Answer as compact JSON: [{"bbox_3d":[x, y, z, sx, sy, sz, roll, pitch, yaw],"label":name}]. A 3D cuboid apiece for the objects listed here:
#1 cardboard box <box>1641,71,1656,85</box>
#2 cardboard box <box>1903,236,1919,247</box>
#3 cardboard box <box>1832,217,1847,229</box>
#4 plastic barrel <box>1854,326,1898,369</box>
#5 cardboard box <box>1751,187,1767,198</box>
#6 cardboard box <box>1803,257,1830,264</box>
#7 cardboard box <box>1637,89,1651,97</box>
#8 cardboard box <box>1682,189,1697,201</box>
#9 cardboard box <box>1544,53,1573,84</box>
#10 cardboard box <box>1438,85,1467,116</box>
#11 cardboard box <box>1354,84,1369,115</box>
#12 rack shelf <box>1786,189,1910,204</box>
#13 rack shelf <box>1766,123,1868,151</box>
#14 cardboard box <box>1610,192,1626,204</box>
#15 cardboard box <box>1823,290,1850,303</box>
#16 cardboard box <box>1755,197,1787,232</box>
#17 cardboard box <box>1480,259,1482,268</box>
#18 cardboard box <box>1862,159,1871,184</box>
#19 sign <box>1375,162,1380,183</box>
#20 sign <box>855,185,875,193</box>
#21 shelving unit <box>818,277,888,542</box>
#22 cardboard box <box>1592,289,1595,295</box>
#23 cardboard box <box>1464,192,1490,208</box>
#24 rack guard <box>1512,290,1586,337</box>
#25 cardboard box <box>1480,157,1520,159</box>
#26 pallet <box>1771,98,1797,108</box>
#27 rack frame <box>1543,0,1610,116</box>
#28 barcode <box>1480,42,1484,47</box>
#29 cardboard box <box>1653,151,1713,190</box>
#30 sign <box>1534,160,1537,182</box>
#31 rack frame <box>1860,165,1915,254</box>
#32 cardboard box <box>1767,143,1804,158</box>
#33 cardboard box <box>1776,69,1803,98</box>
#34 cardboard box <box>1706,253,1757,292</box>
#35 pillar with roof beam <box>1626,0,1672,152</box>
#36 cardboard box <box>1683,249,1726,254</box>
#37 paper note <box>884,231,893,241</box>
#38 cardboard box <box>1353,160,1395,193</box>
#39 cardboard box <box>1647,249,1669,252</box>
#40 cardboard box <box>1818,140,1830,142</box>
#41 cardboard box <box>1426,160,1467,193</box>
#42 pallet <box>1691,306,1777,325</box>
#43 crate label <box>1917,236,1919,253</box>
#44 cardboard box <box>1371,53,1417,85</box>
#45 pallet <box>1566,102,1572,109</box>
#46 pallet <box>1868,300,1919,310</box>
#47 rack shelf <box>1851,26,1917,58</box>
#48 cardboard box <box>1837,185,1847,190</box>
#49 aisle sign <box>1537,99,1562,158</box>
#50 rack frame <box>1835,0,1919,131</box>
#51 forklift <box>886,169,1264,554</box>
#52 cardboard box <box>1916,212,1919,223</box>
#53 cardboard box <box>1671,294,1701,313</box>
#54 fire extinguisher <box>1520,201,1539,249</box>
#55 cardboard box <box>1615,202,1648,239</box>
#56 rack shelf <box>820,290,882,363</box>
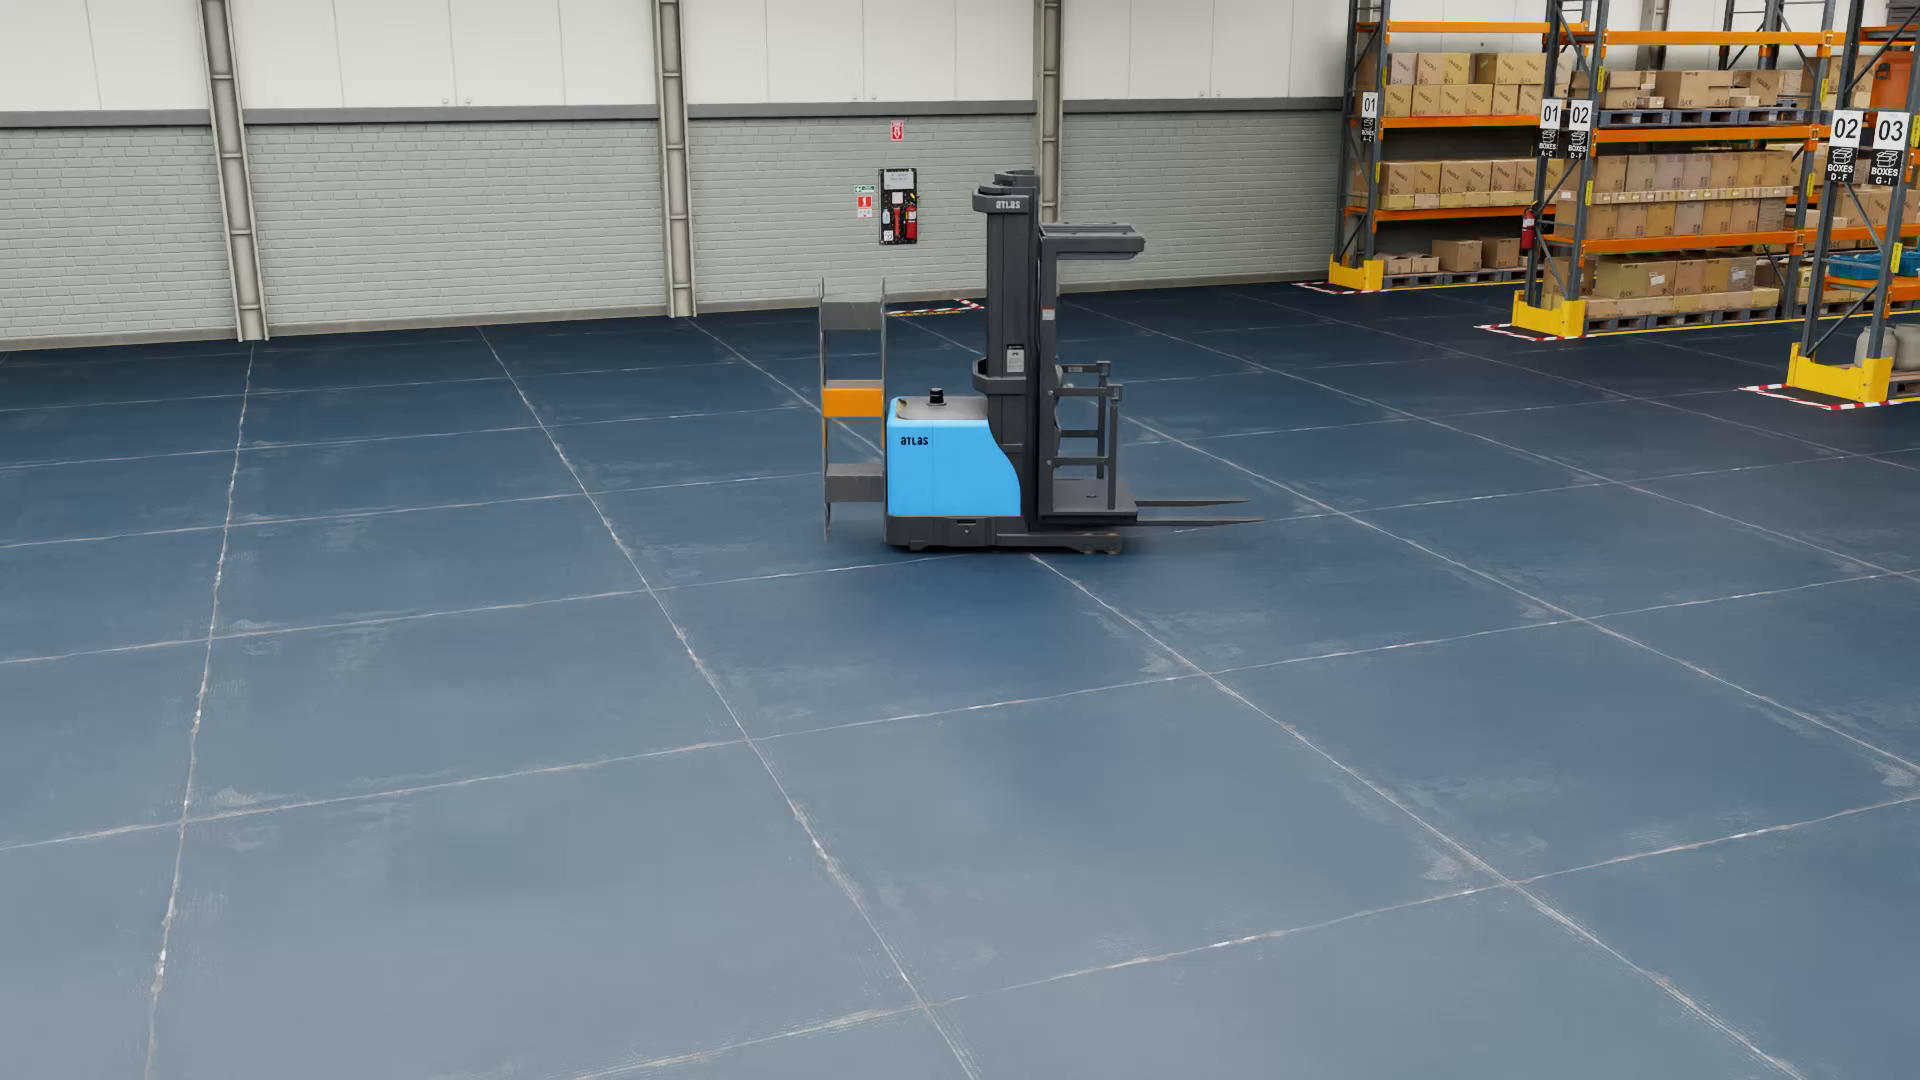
[{"bbox_3d":[12.074,-8.001,29.275,0.500,0.500,0.500,-7,18,-22],"label":"cardboard box"},{"bbox_3d":[18.589,-6.011,32.436,0.500,0.500,0.700,-6,17,-19],"label":"cardboard box"},{"bbox_3d":[13.060,-4.766,24.951,0.250,0.149,0.380,-6,17,-20],"label":"cardboard box"},{"bbox_3d":[10.780,-2.238,19.567,0.421,0.512,0.421,0,16,0],"label":"plastic barrel"},{"bbox_3d":[11.507,-5.075,24.228,0.250,0.149,0.380,-7,18,-22],"label":"cardboard box"},{"bbox_3d":[13.385,-4.222,25.793,0.500,0.311,0.500,-6,17,-20],"label":"cardboard box"},{"bbox_3d":[9.405,-6.269,23.572,0.500,0.250,0.500,-6,17,-20],"label":"cardboard box"},{"bbox_3d":[10.303,-4.945,23.784,0.250,0.149,0.380,-6,17,-20],"label":"cardboard box"},{"bbox_3d":[10.012,-8.009,28.236,0.500,0.500,0.500,-8,18,-25],"label":"cardboard box"},{"bbox_3d":[8.047,-7.314,27.643,0.500,0.500,0.500,-5,17,-18],"label":"cardboard box"},{"bbox_3d":[6.947,-7.356,27.788,0.500,0.500,0.500,-5,17,-16],"label":"cardboard box"},{"bbox_3d":[15.986,-6.414,31.392,4.000,0.370,1.077,-6,17,-20],"label":"rack shelf"},{"bbox_3d":[14.027,-6.147,25.159,4.000,0.370,1.077,-6,17,-20],"label":"rack shelf"},{"bbox_3d":[9.113,-4.817,23.350,0.250,0.149,0.380,-7,18,-22],"label":"cardboard box"},{"bbox_3d":[13.102,-3.760,25.213,0.500,0.250,0.500,-6,17,-19],"label":"cardboard box"},{"bbox_3d":[11.747,-4.853,24.622,0.500,0.500,0.700,-7,18,-22],"label":"cardboard box"},{"bbox_3d":[8.883,-4.841,29.040,0.250,0.149,0.380,-8,18,-25],"label":"cardboard box"},{"bbox_3d":[17.040,-6.994,31.351,0.500,0.500,0.500,-6,17,-20],"label":"cardboard box"},{"bbox_3d":[6.842,-6.023,27.250,0.005,0.325,0.100,-6,17,-20],"label":"sign"},{"bbox_3d":[-1.478,-5.446,25.815,0.331,0.109,0.001,-6,17,-20],"label":"sign"},{"bbox_3d":[-0.853,-1.048,13.439,0.503,2.100,0.431,0,16,0],"label":"shelving unit"},{"bbox_3d":[9.282,-3.515,24.380,0.500,0.250,0.500,-6,17,-20],"label":"cardboard box"},{"bbox_3d":[8.648,-5.810,28.291,0.500,0.250,0.500,-6,17,-20],"label":"cardboard box"},{"bbox_3d":[8.402,-3.246,23.765,0.348,0.500,1.175,-6,17,-20],"label":"rack guard"},{"bbox_3d":[9.385,-6.408,28.995,0.500,0.500,0.500,-6,17,-20],"label":"cardboard box"},{"bbox_3d":[14.701,-7.985,30.477,1.003,0.211,1.213,-5,17,-18],"label":"pallet"},{"bbox_3d":[8.424,-7.326,22.576,0.127,3.000,1.000,-6,17,-20],"label":"rack frame"},{"bbox_3d":[8.931,-8.478,28.449,0.075,0.075,0.001,-6,17,-20],"label":"barcode"},{"bbox_3d":[10.341,-5.323,23.922,0.500,0.500,0.700,-6,17,-20],"label":"cardboard box"},{"bbox_3d":[8.243,-5.261,23.715,0.005,0.325,0.100,-6,17,-20],"label":"sign"},{"bbox_3d":[17.854,-6.961,31.978,0.127,3.000,1.000,-6,17,-20],"label":"rack frame"},{"bbox_3d":[15.136,-7.150,30.550,0.500,0.250,0.500,-6,18,-21],"label":"cardboard box"},{"bbox_3d":[15.027,-8.387,30.553,0.500,0.500,0.700,-7,18,-23],"label":"cardboard box"},{"bbox_3d":[11.333,-3.942,24.500,0.500,0.500,0.500,-6,17,-20],"label":"cardboard box"},{"bbox_3d":[14.135,-8.400,26.231,0.400,9.000,9.100,-6,17,-20],"label":"pillar with roof beam"},{"bbox_3d":[11.150,-4.076,24.959,0.500,0.500,0.500,-6,17,-20],"label":"cardboard box"},{"bbox_3d":[-1.122,-4.783,26.124,0.142,0.148,0.016,-6,17,-20],"label":"paper note"},{"bbox_3d":[7.012,-6.152,28.123,0.500,0.500,0.500,-6,18,-21],"label":"cardboard box"},{"bbox_3d":[12.488,-5.404,30.332,0.500,0.500,0.700,-6,17,-20],"label":"cardboard box"},{"bbox_3d":[16.378,-7.437,31.527,0.500,0.250,0.500,-7,18,-22],"label":"cardboard box"},{"bbox_3d":[8.151,-6.115,27.998,0.500,0.500,0.500,-7,18,-22],"label":"cardboard box"},{"bbox_3d":[11.402,-3.444,24.952,1.213,0.211,1.003,-6,17,-20],"label":"pallet"},{"bbox_3d":[11.815,-3.418,19.851,0.616,0.435,0.502,-6,17,-20],"label":"crate label"},{"bbox_3d":[7.095,-7.702,27.192,0.500,0.500,0.500,-8,18,-24],"label":"cardboard box"},{"bbox_3d":[10.998,-7.537,28.951,1.003,0.211,1.213,-6,17,-20],"label":"pallet"},{"bbox_3d":[15.112,-3.844,26.313,1.213,0.211,1.003,-6,17,-20],"label":"pallet"},{"bbox_3d":[12.061,-5.687,18.981,4.000,0.370,1.077,-6,17,-20],"label":"rack shelf"},{"bbox_3d":[16.437,-6.625,31.244,0.250,0.149,0.380,-7,18,-22],"label":"cardboard box"},{"bbox_3d":[8.258,-5.766,23.295,0.004,0.787,0.394,-6,17,-20],"label":"aisle sign"},{"bbox_3d":[10.193,-6.023,18.136,0.127,3.000,1.000,-6,17,-20],"label":"rack frame"},{"bbox_3d":[0.927,-1.443,13.310,3.031,2.935,1.130,0,16,0],"label":"forklift"},{"bbox_3d":[14.724,-4.990,25.715,0.250,0.149,0.380,-5,17,-16],"label":"cardboard box"},{"bbox_3d":[10.406,-3.476,24.247,0.500,0.250,0.500,-6,17,-20],"label":"cardboard box"},{"bbox_3d":[8.148,-4.521,23.807,0.183,0.674,0.296,-6,17,-20],"label":"fire extinguisher"},{"bbox_3d":[9.353,-4.594,23.740,0.500,0.500,0.700,-6,17,-19],"label":"cardboard box"},{"bbox_3d":[-0.853,-1.706,13.246,0.480,0.518,0.431,0,16,0],"label":"rack shelf"}]
